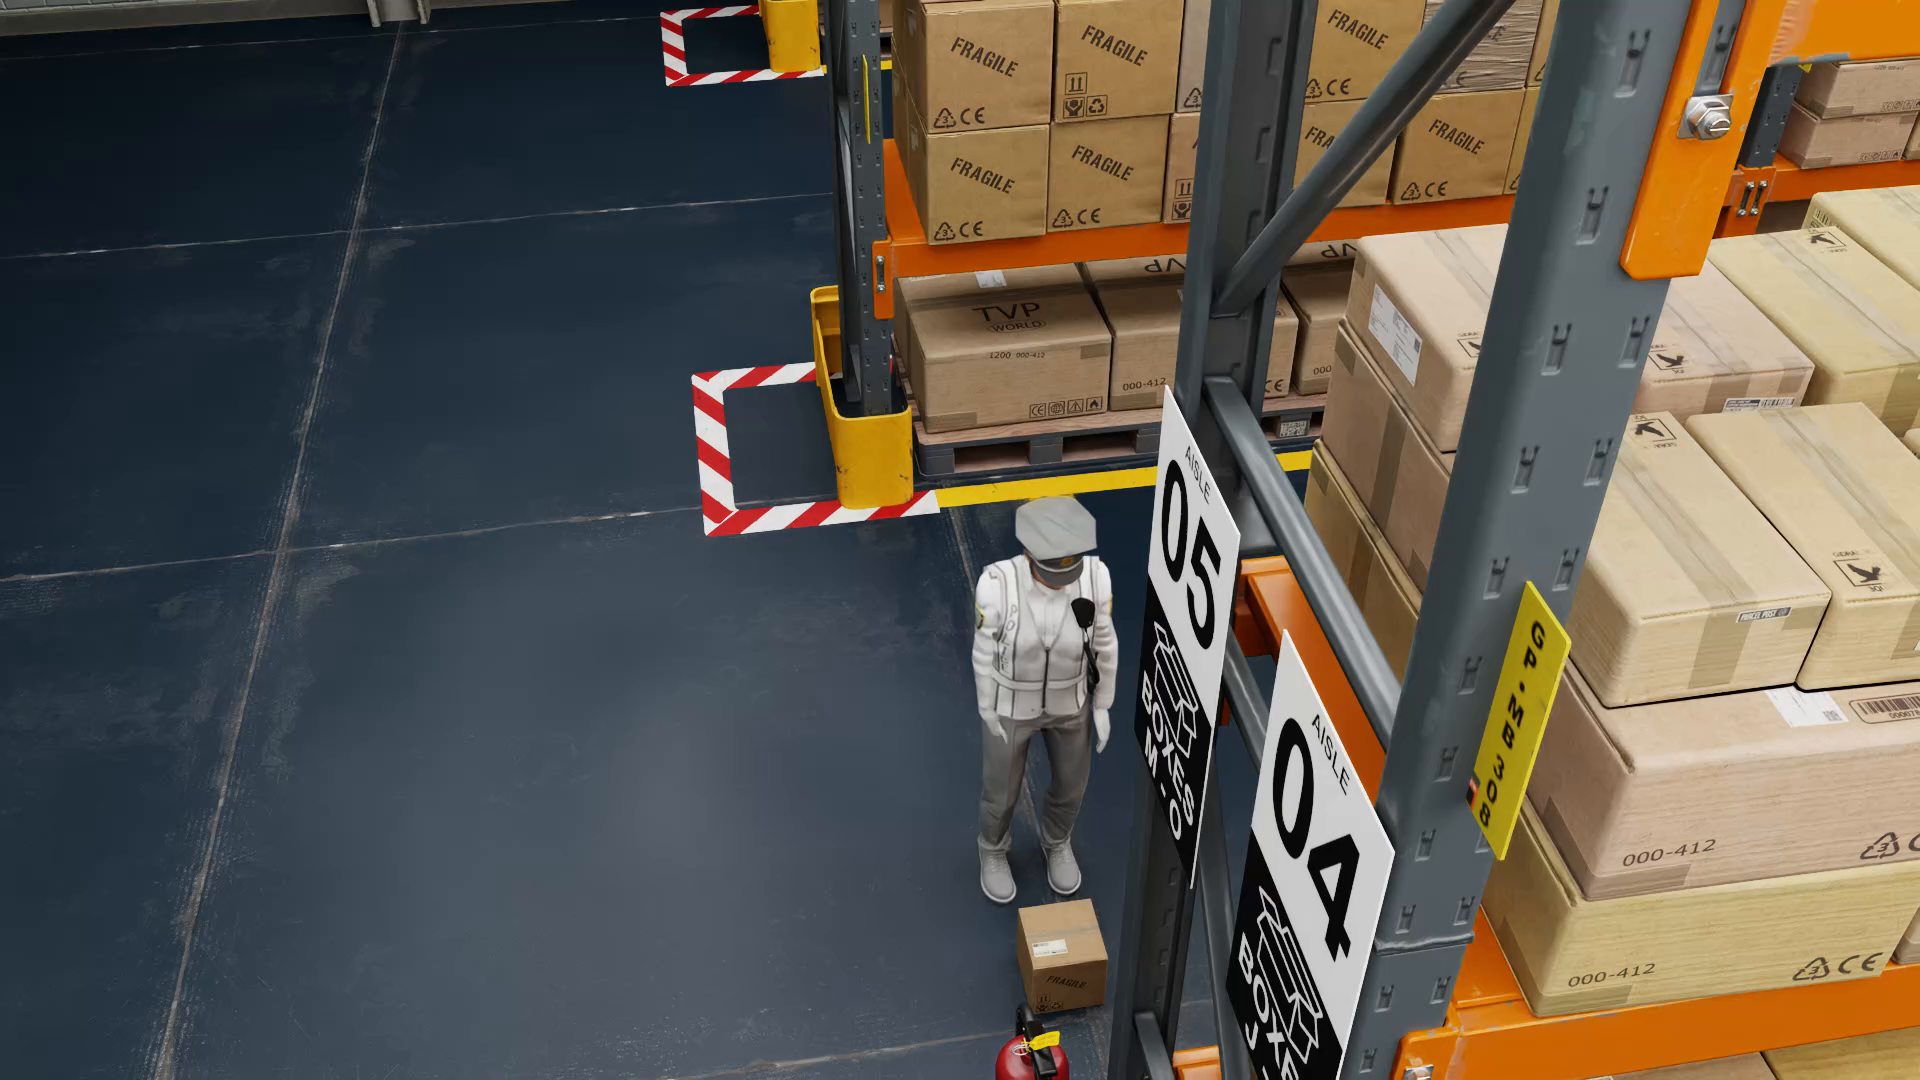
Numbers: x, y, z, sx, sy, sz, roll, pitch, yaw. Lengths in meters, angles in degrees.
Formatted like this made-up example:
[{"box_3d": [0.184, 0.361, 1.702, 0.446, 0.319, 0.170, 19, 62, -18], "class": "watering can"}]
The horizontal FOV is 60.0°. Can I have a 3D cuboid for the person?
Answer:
[{"box_3d": [0.278, 0.549, 5.487, 0.479, 1.657, 0.352, -6, 39, -7], "class": "person"}]
